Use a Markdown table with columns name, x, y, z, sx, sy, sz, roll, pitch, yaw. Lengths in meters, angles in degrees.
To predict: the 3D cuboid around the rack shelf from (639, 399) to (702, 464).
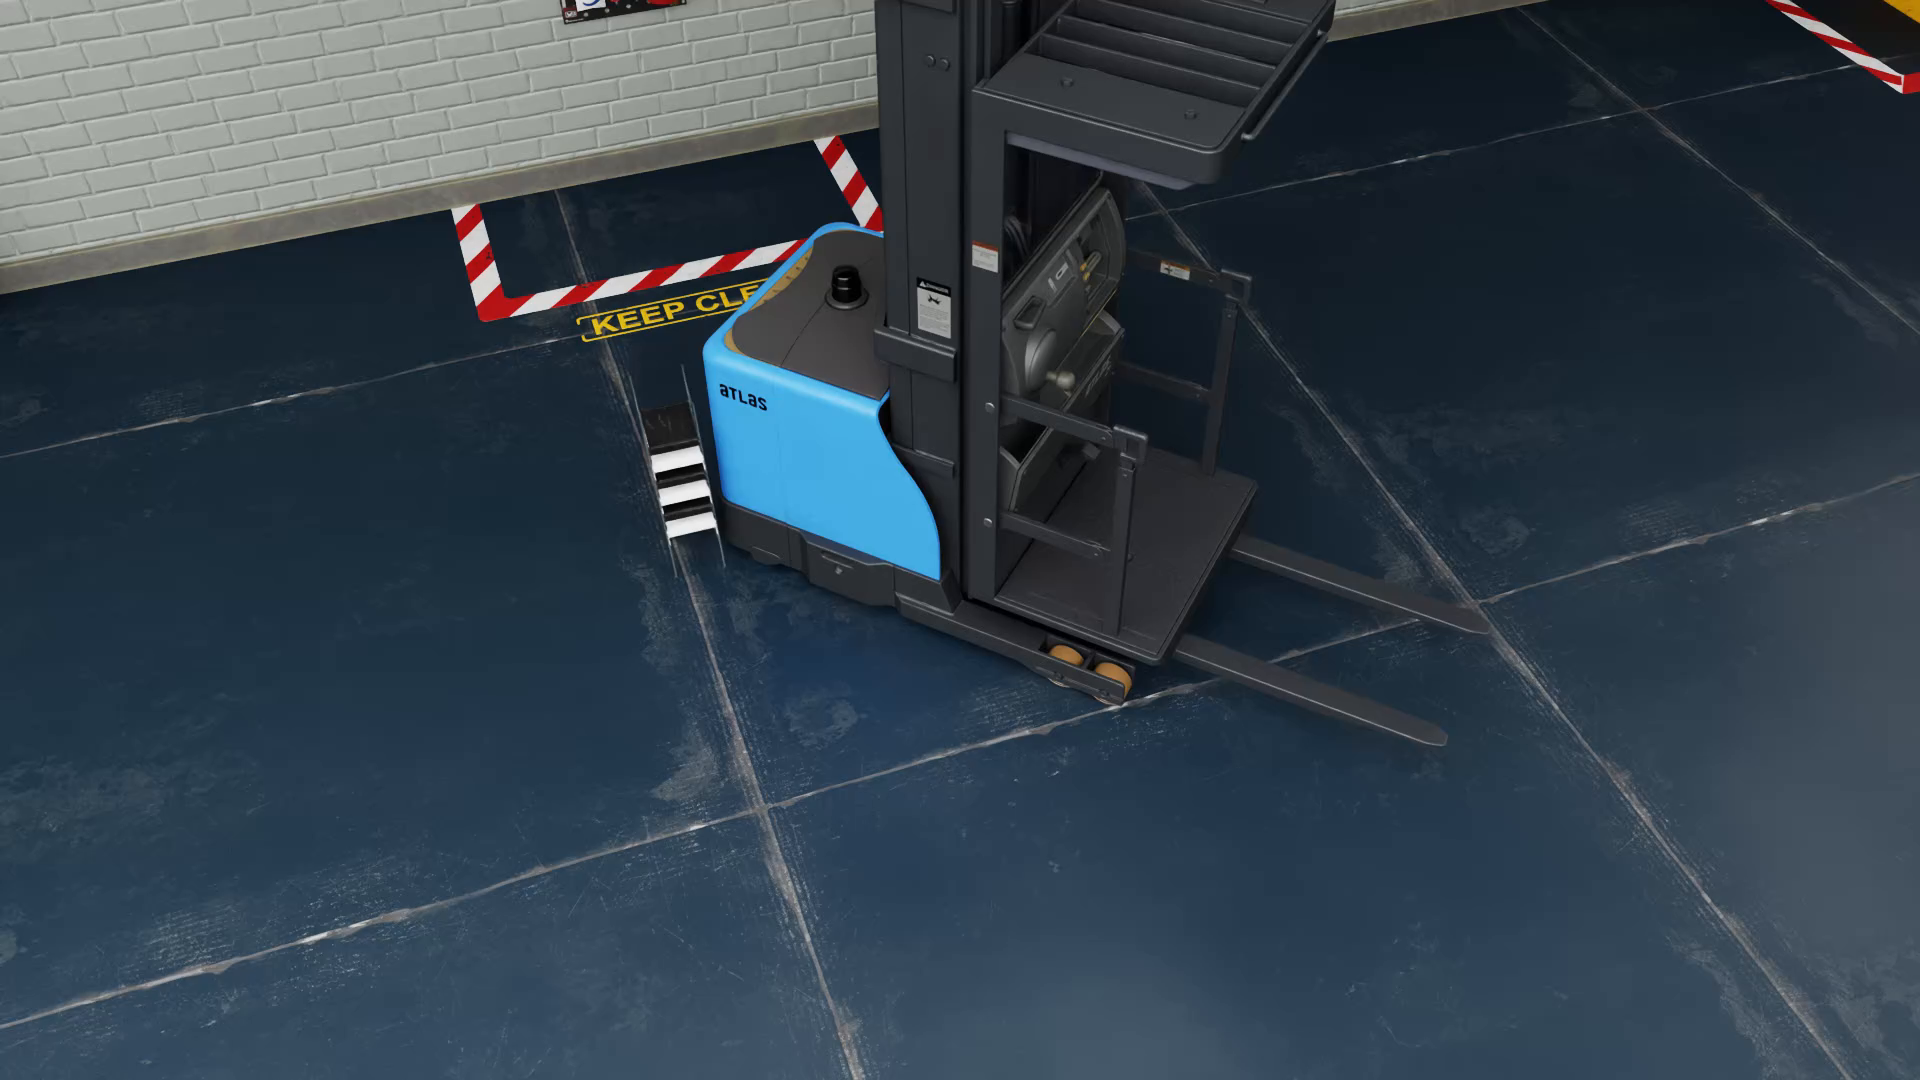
| name | x | y | z | sx | sy | sz | roll | pitch | yaw |
| --- | --- | --- | --- | --- | --- | --- | --- | --- | --- |
| rack shelf | -1.136 | -0.427 | 6.510 | 0.200 | 0.077 | 0.258 | -13 | 47 | -10 |

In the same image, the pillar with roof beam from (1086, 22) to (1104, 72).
| name | x | y | z | sx | sy | sz | roll | pitch | yaw |
| --- | --- | --- | --- | --- | --- | --- | --- | --- | --- |
| pillar with roof beam | 2.146 | -2.838 | 3.535 | 0.400 | 9.000 | 9.100 | -14 | 47 | -14 |

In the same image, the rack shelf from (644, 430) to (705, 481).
| name | x | y | z | sx | sy | sz | roll | pitch | yaw |
| --- | --- | --- | --- | --- | --- | --- | --- | --- | --- |
| rack shelf | -1.133 | -0.364 | 6.575 | 0.200 | 0.077 | 0.258 | -13 | 47 | -10 |

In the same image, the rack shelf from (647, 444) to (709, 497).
| name | x | y | z | sx | sy | sz | roll | pitch | yaw |
| --- | --- | --- | --- | --- | --- | --- | --- | --- | --- |
| rack shelf | -1.129 | -0.301 | 6.639 | 0.200 | 0.077 | 0.258 | -13 | 47 | -10 |

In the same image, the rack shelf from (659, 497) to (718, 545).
| name | x | y | z | sx | sy | sz | roll | pitch | yaw |
| --- | --- | --- | --- | --- | --- | --- | --- | --- | --- |
| rack shelf | -1.120 | -0.113 | 6.832 | 0.200 | 0.077 | 0.258 | -13 | 47 | -10 |

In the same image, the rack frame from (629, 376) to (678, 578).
| name | x | y | z | sx | sy | sz | roll | pitch | yaw |
| --- | --- | --- | --- | --- | --- | --- | --- | --- | --- |
| rack frame | -1.225 | -0.238 | 6.662 | 0.006 | 0.900 | 0.240 | -13 | 47 | -10 |

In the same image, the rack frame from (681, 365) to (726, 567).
| name | x | y | z | sx | sy | sz | roll | pitch | yaw |
| --- | --- | --- | --- | --- | --- | --- | --- | --- | --- |
| rack frame | -1.030 | -0.285 | 6.698 | 0.006 | 0.900 | 0.240 | -13 | 47 | -10 |

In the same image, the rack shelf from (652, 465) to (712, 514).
| name | x | y | z | sx | sy | sz | roll | pitch | yaw |
| --- | --- | --- | --- | --- | --- | --- | --- | --- | --- |
| rack shelf | -1.126 | -0.238 | 6.703 | 0.200 | 0.077 | 0.258 | -13 | 47 | -10 |

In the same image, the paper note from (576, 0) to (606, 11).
| name | x | y | z | sx | sy | sz | roll | pitch | yaw |
| --- | --- | --- | --- | --- | --- | --- | --- | --- | --- |
| paper note | -1.843 | -2.712 | 8.266 | 0.142 | 0.148 | 0.016 | -14 | 47 | -14 |

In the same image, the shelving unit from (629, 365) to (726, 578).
| name | x | y | z | sx | sy | sz | roll | pitch | yaw |
| --- | --- | --- | --- | --- | --- | --- | --- | --- | --- |
| shelving unit | -1.128 | -0.262 | 6.680 | 0.210 | 0.900 | 0.258 | -13 | 47 | -10 |

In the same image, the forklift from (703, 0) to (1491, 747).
| name | x | y | z | sx | sy | sz | roll | pitch | yaw |
| --- | --- | --- | --- | --- | --- | --- | --- | --- | --- |
| forklift | 0.555 | -0.832 | 5.819 | 3.031 | 2.935 | 1.130 | 20 | 48 | 19 |

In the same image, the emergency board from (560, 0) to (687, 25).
| name | x | y | z | sx | sy | sz | roll | pitch | yaw |
| --- | --- | --- | --- | --- | --- | --- | --- | --- | --- |
| emergency board | -1.653 | -3.019 | 7.951 | 0.643 | 1.169 | 0.194 | -14 | 47 | -14 |

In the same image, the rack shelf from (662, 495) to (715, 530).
| name | x | y | z | sx | sy | sz | roll | pitch | yaw |
| --- | --- | --- | --- | --- | --- | --- | --- | --- | --- |
| rack shelf | -1.123 | -0.175 | 6.768 | 0.200 | 0.077 | 0.258 | -13 | 47 | -10 |
